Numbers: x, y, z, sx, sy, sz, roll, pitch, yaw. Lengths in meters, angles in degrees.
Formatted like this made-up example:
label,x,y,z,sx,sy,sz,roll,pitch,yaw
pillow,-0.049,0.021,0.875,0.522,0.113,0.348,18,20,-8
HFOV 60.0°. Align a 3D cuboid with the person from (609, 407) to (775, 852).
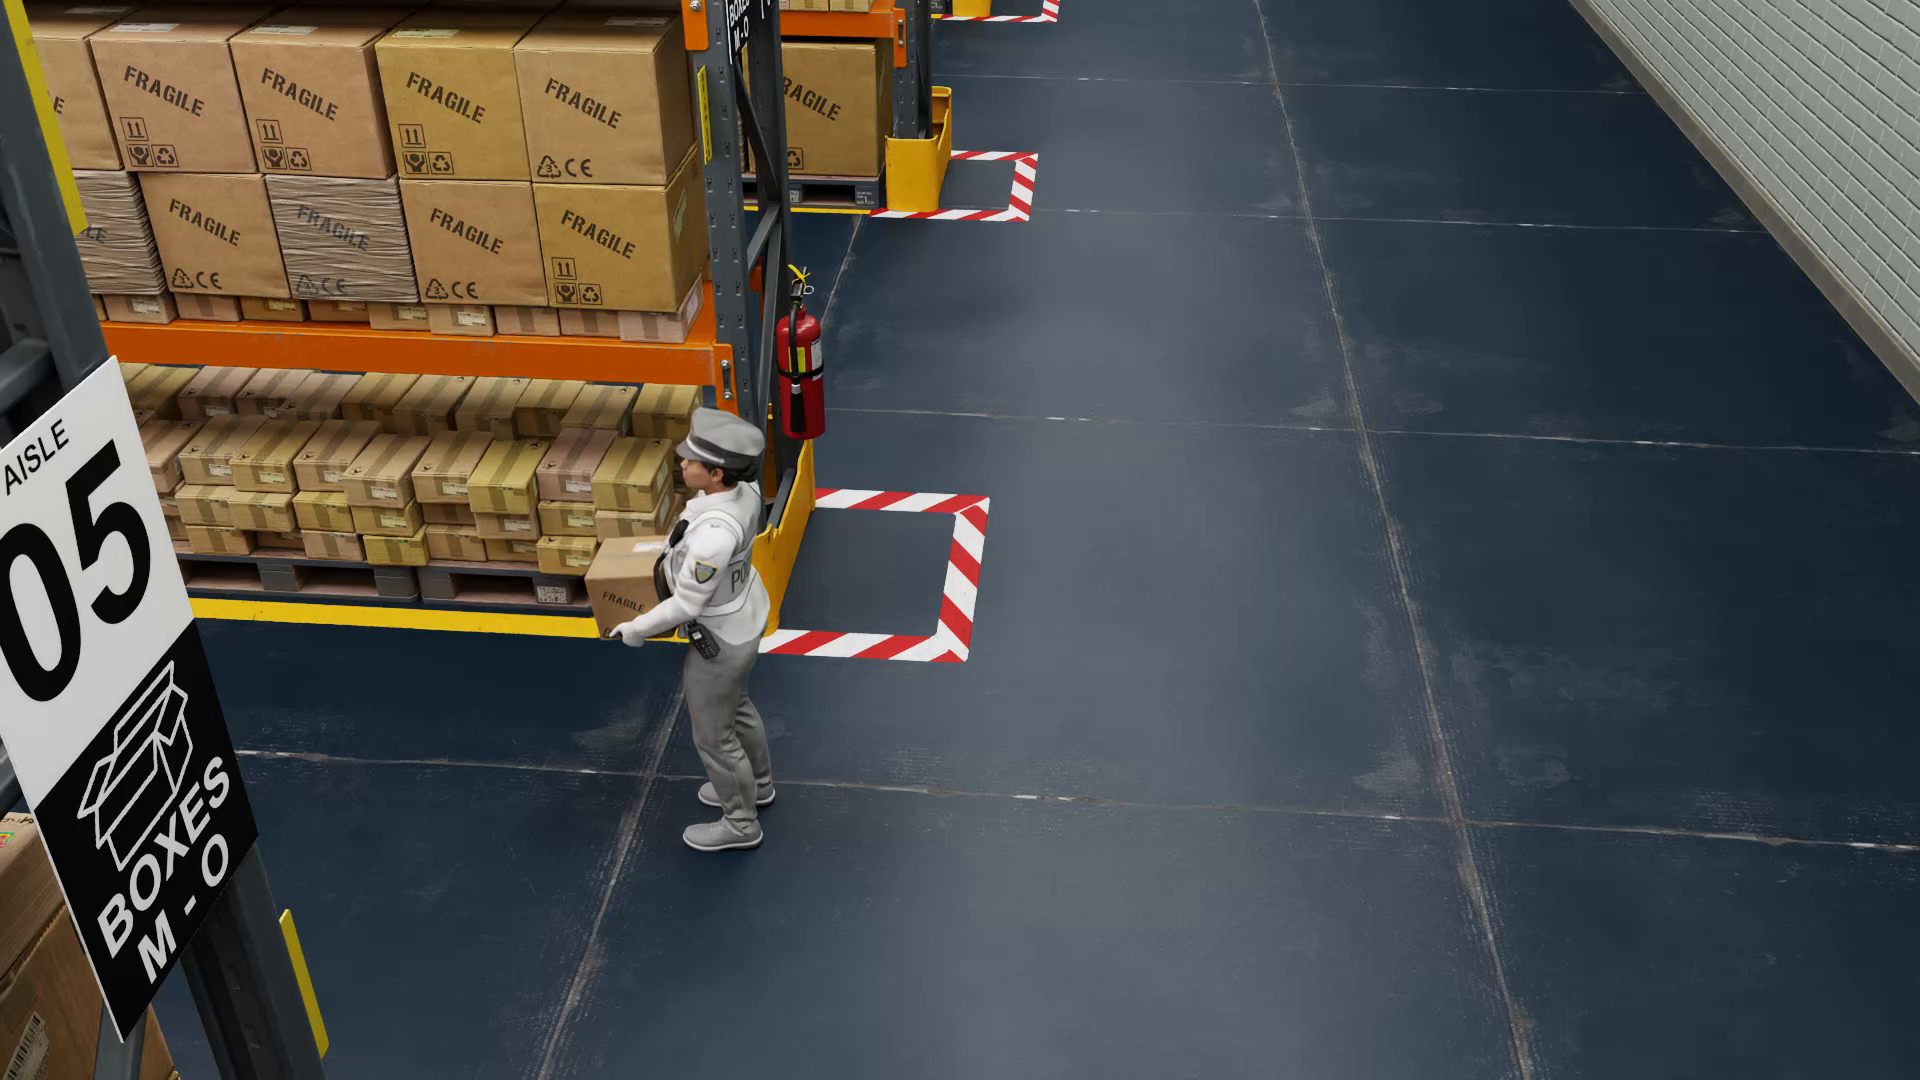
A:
label,x,y,z,sx,sy,sz,roll,pitch,yaw
person,-0.880,0.307,5.629,0.540,1.689,0.460,3,32,5
